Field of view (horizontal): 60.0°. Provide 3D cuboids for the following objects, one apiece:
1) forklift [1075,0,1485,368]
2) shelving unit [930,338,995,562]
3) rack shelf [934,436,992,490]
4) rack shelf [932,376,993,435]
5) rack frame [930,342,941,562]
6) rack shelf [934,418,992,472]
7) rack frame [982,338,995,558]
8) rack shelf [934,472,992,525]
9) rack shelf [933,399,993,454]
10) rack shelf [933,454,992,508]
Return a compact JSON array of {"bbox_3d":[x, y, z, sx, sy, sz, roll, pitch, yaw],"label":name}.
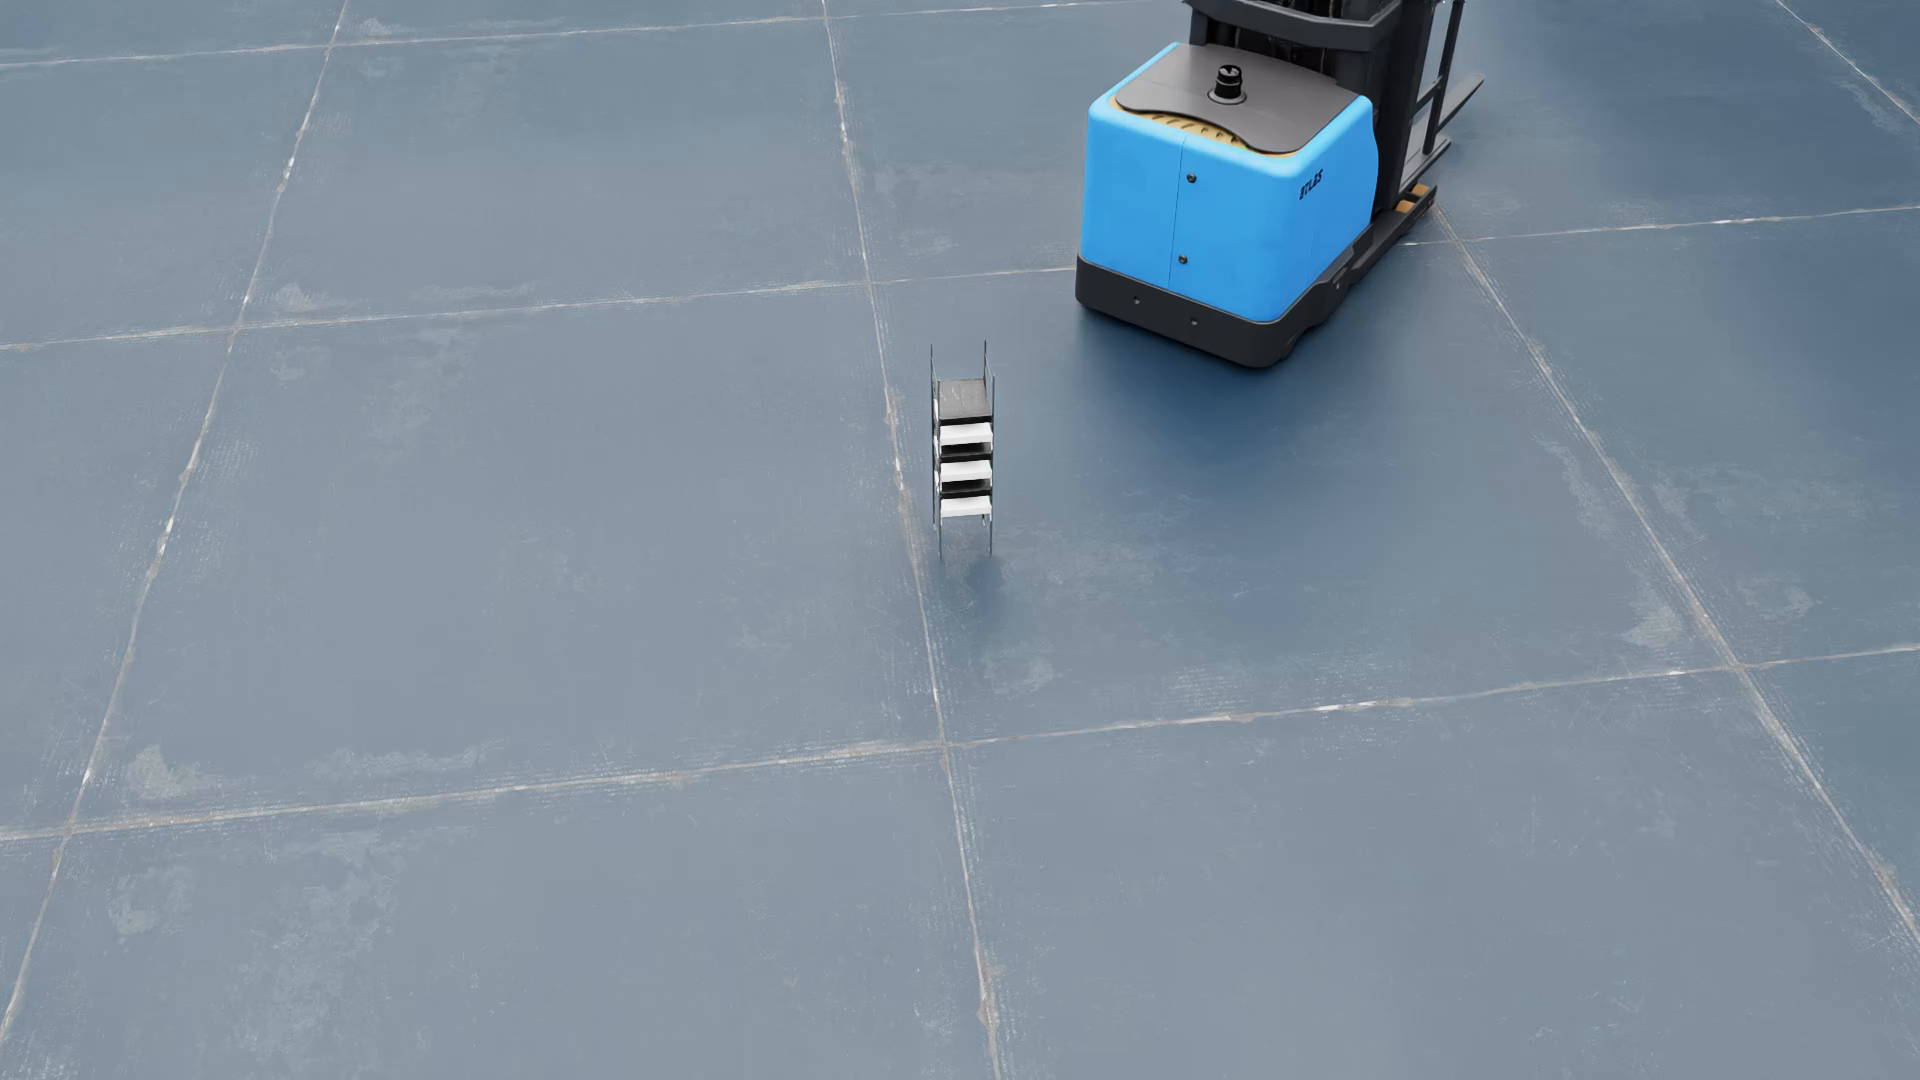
[{"bbox_3d":[1.799,-2.818,7.686,1.130,2.935,3.031,25,48,25],"label":"forklift"},{"bbox_3d":[0.008,-0.335,6.449,0.210,0.900,0.258,-5,42,-6],"label":"shelving unit"},{"bbox_3d":[0.008,-0.310,6.472,0.200,0.077,0.258,-5,42,-6],"label":"rack shelf"},{"bbox_3d":[0.008,-0.511,6.291,0.200,0.077,0.258,-5,42,-6],"label":"rack shelf"},{"bbox_3d":[-0.093,-0.326,6.440,0.006,0.900,0.240,-5,42,-6],"label":"rack frame"},{"bbox_3d":[0.008,-0.377,6.411,0.200,0.077,0.258,-5,42,-6],"label":"rack shelf"},{"bbox_3d":[0.109,-0.344,6.459,0.006,0.900,0.240,-5,42,-6],"label":"rack frame"},{"bbox_3d":[0.008,-0.176,6.592,0.200,0.077,0.258,-5,42,-6],"label":"rack shelf"},{"bbox_3d":[0.008,-0.444,6.351,0.200,0.077,0.258,-5,42,-6],"label":"rack shelf"},{"bbox_3d":[0.008,-0.243,6.532,0.200,0.077,0.258,-5,42,-6],"label":"rack shelf"}]
